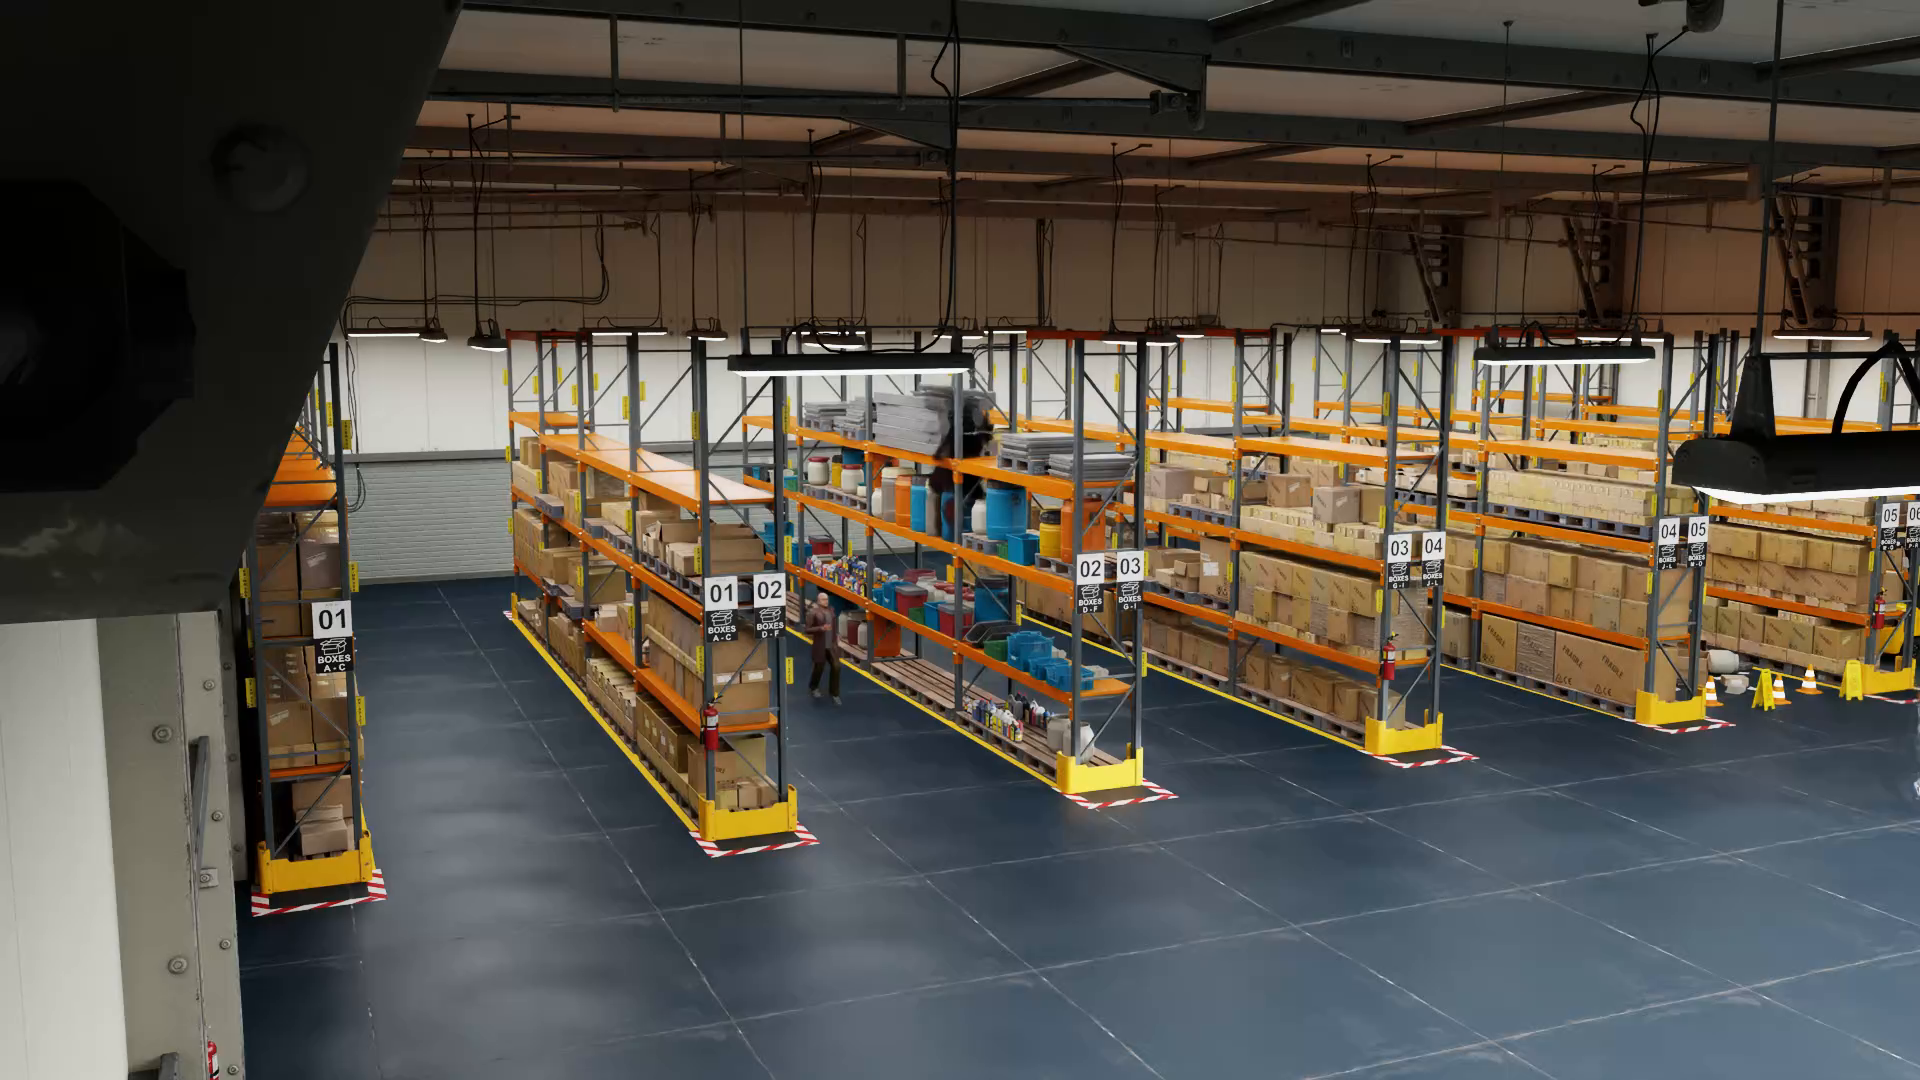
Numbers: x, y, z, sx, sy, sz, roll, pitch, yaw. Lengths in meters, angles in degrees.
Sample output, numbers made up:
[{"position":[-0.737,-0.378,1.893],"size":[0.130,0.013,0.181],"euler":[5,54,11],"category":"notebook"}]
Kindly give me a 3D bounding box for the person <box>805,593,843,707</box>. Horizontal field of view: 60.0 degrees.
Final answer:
[{"position":[-2.216,1.763,27.081],"size":[0.692,1.833,0.850],"euler":[-5,9,-31],"category":"person"}]
